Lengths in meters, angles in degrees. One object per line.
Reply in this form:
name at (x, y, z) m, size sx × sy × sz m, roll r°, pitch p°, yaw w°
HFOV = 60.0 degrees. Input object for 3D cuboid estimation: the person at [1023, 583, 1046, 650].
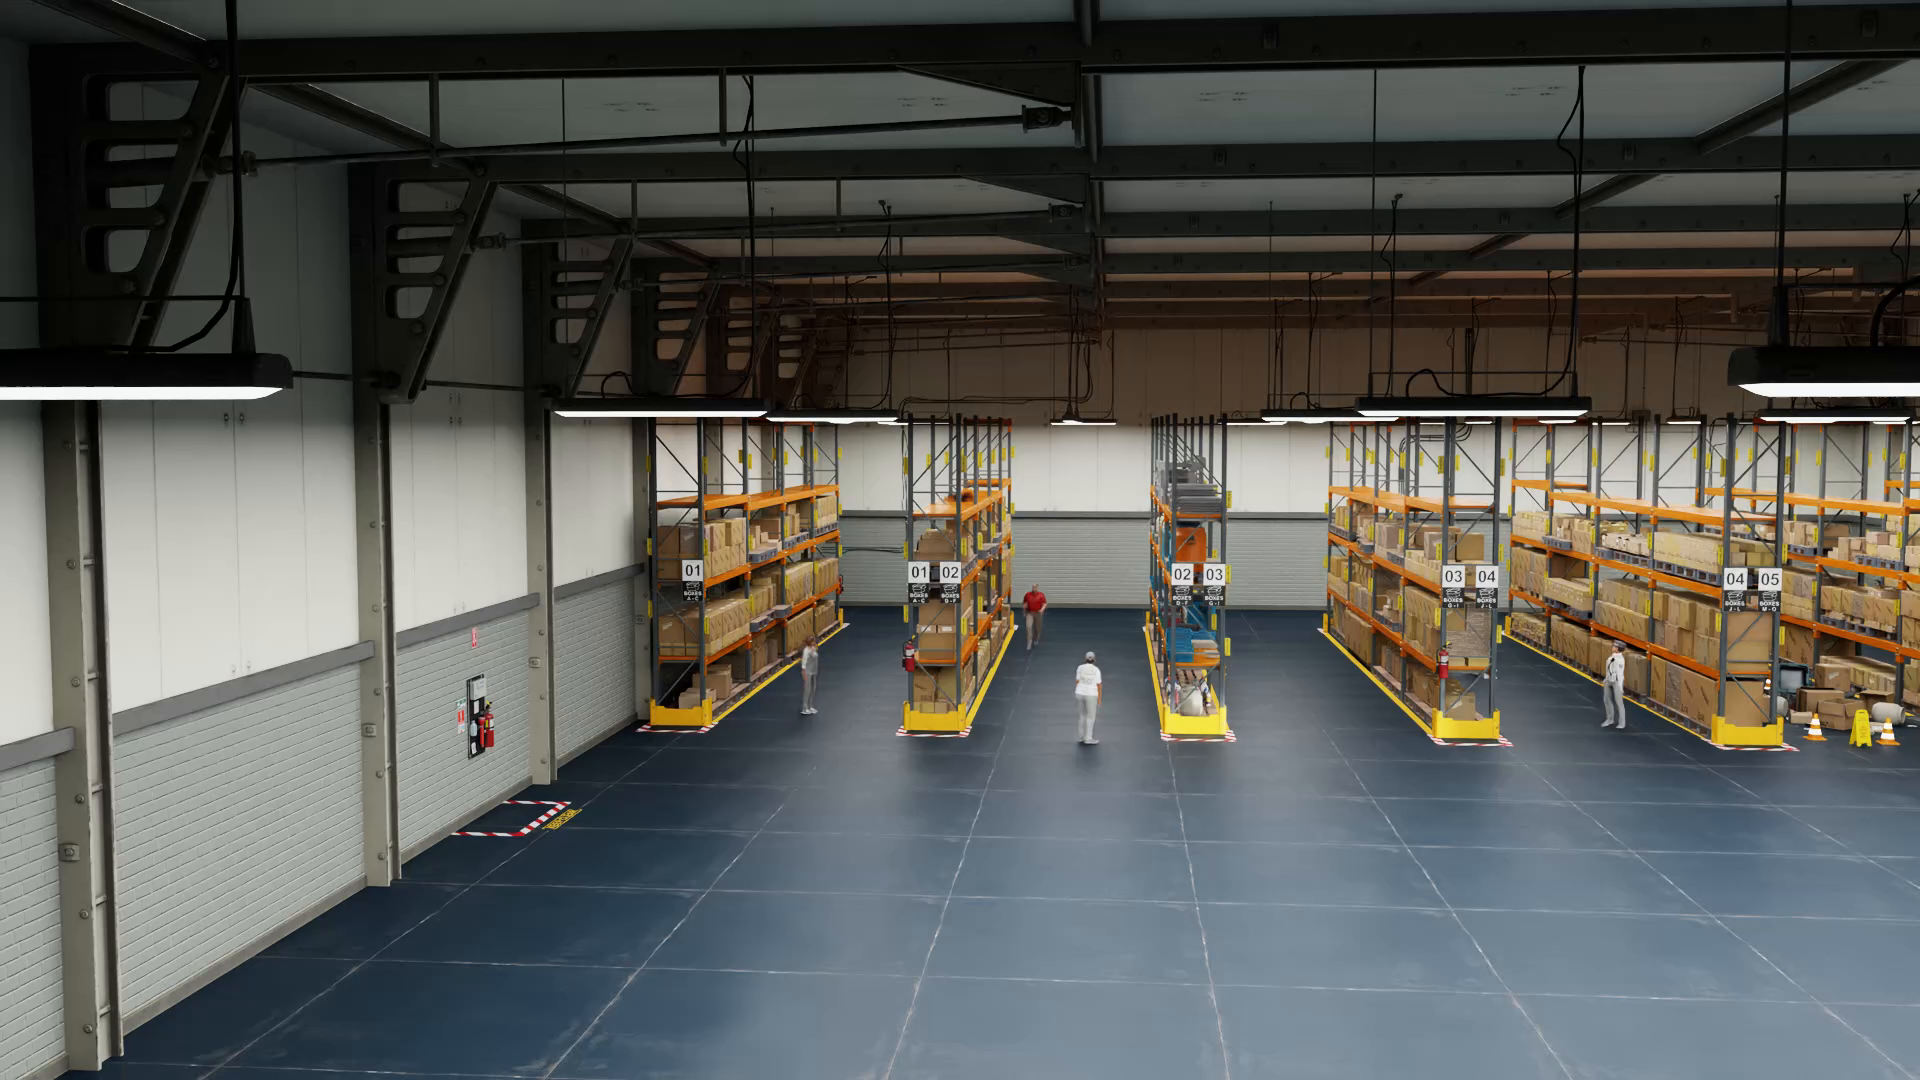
person at (1.939, 1.982, 43.379) m, size 0.621 × 1.715 × 0.986 m, roll 0°, pitch 4°, yaw 5°

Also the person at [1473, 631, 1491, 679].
person at (11.938, 2.295, 38.406) m, size 0.647 × 1.797 × 0.650 m, roll 2°, pitch 4°, yaw 28°

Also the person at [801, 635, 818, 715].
person at (-3.008, 2.690, 33.264) m, size 0.339 × 1.601 × 0.499 m, roll 1°, pitch 4°, yaw 21°

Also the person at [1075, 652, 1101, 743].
person at (2.332, 2.858, 30.166) m, size 0.504 × 1.675 × 0.405 m, roll 3°, pitch 5°, yaw 36°

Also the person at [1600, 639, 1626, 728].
person at (12.488, 2.748, 31.794) m, size 0.399 × 1.723 × 0.621 m, roll -1°, pitch 4°, yaw -8°
